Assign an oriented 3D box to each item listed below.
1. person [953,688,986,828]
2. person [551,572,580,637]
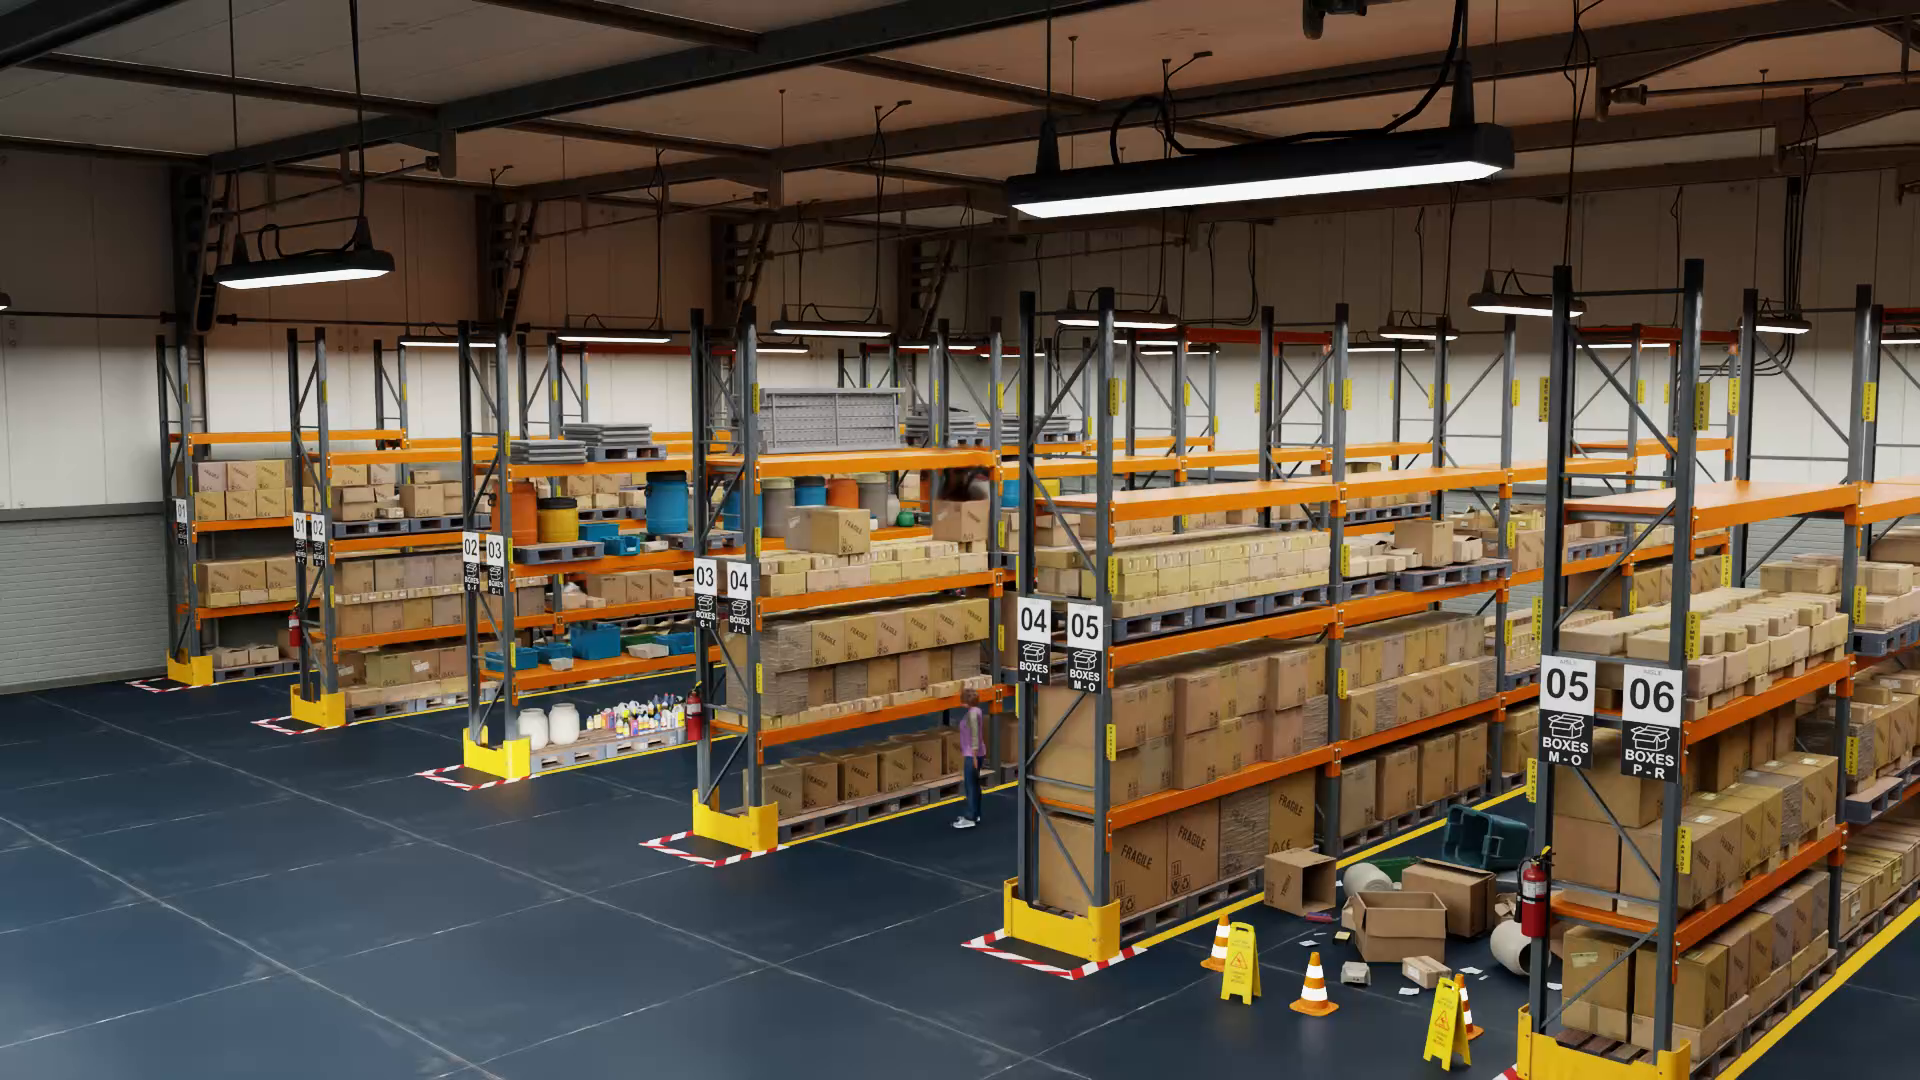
[{"bbox_3d":[0.114,2.542,19.457,0.371,1.599,0.517,0,5,5],"label":"person"},{"bbox_3d":[-7.419,1.375,31.274,0.705,1.732,1.066,4,7,39],"label":"person"}]
